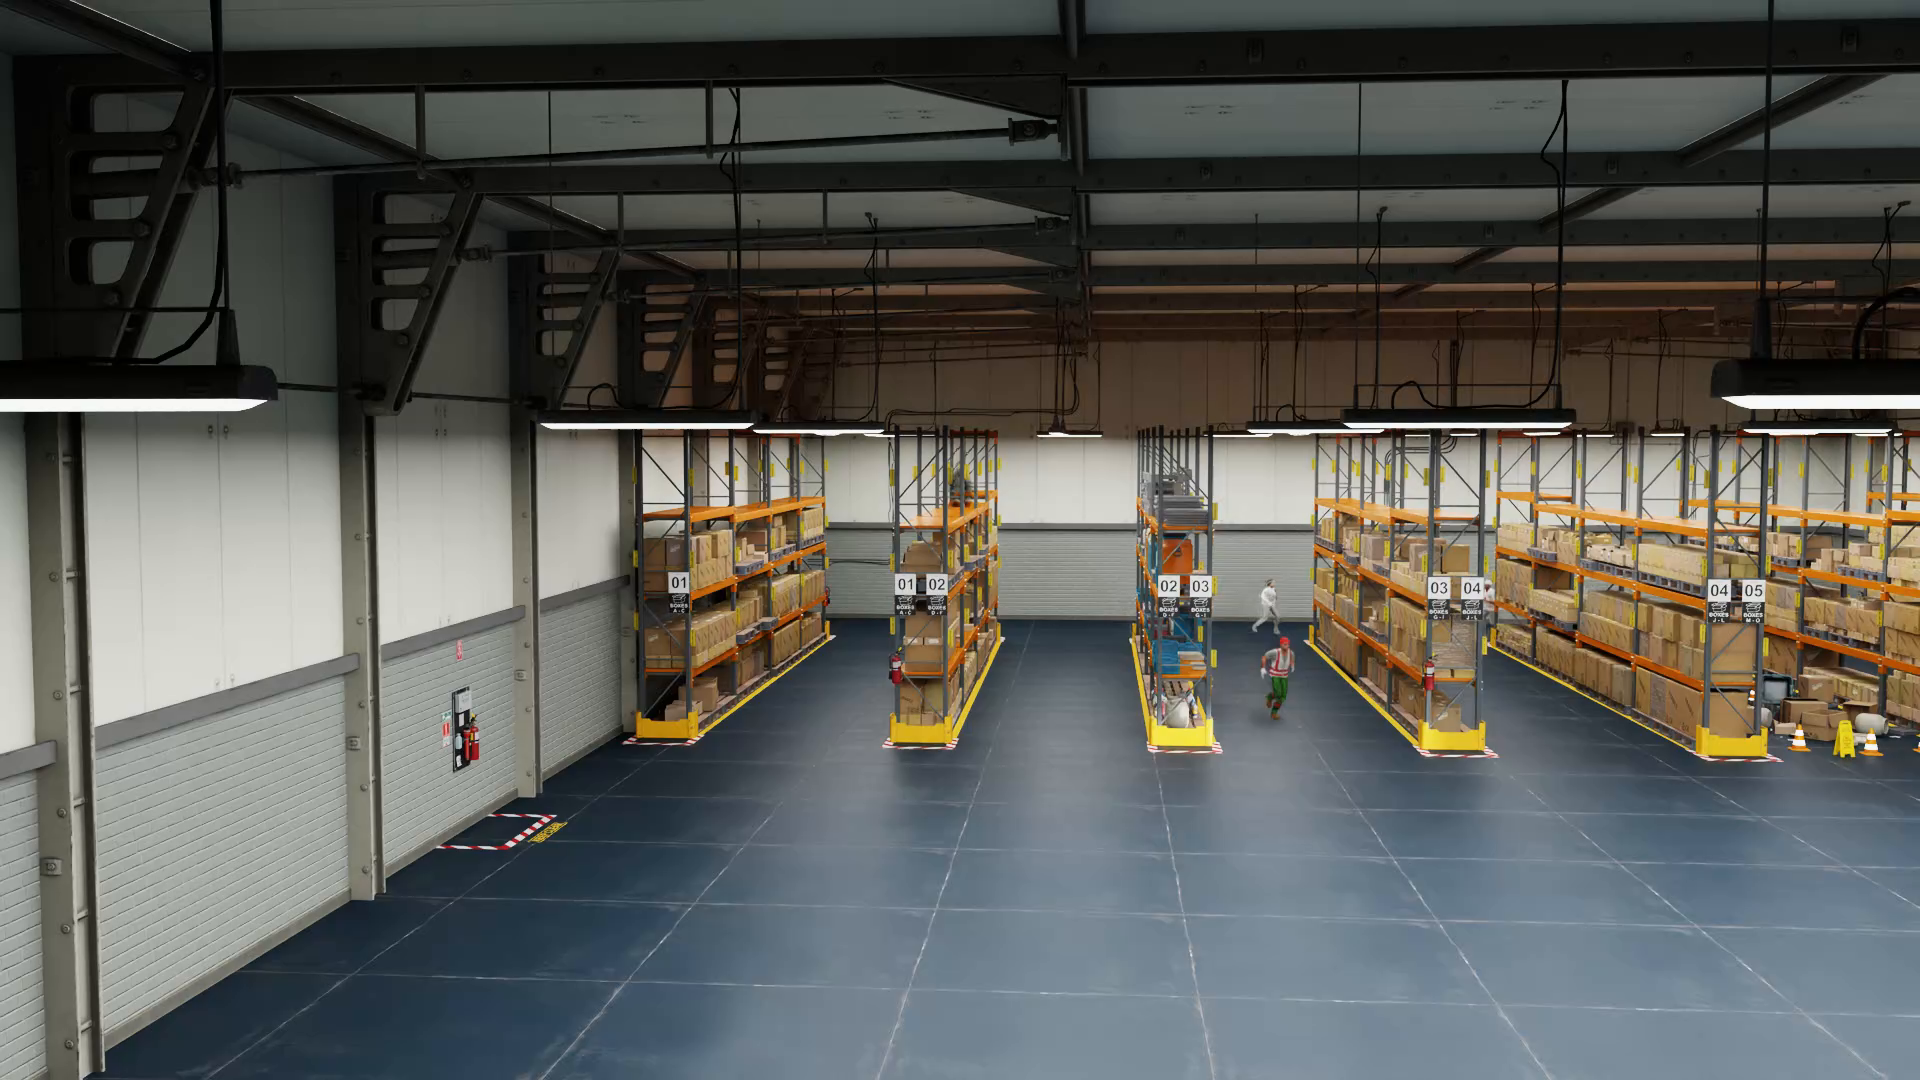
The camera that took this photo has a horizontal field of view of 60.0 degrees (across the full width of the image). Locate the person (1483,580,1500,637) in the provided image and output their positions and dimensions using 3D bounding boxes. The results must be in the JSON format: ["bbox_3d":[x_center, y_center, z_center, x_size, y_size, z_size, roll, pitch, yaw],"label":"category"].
[{"bbox_3d":[15.199,2.030,47.573,0.825,1.818,0.692,-1,4,-19],"label":"person"}]

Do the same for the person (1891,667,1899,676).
[{"bbox_3d":[21.053,2.622,37.065,0.681,1.770,1.128,0,3,6],"label":"person"}]

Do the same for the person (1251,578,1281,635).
[{"bbox_3d":[9.078,1.970,49.052,0.713,1.682,0.840,3,5,41],"label":"person"}]

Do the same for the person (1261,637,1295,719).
[{"bbox_3d":[6.564,2.829,34.159,0.652,1.705,0.745,-2,4,-24],"label":"person"}]
